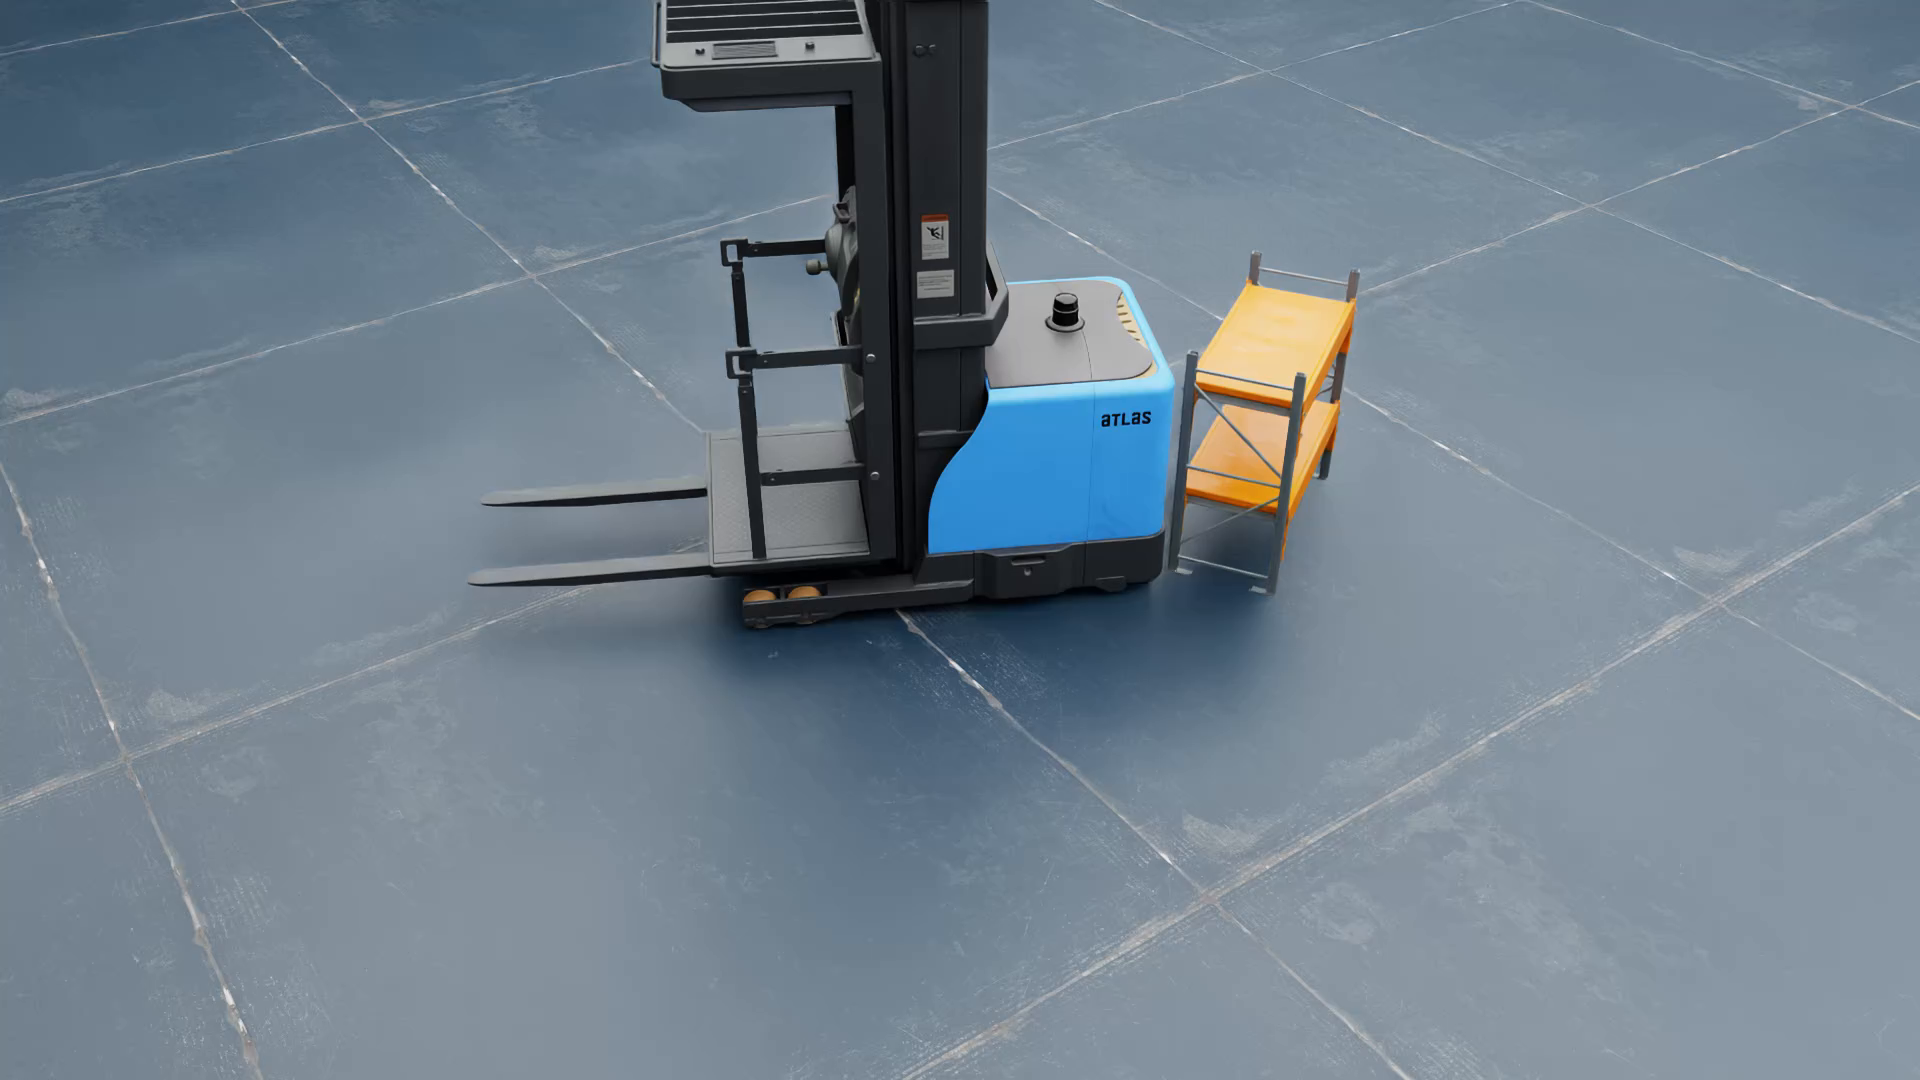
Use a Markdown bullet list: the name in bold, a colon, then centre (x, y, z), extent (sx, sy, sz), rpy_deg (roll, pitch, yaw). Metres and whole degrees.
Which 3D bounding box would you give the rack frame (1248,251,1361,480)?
- **rack frame**: centre (1.578, -0.816, 7.921), extent (0.500, 1.125, 0.032), rpy_deg (14, 38, 19)

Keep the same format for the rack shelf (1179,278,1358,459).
- **rack shelf**: centre (1.378, -0.781, 7.371), extent (0.538, 0.278, 1.000), rpy_deg (14, 38, 19)

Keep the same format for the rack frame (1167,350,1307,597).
- **rack frame**: centre (1.178, -0.270, 7.162), extent (0.500, 1.125, 0.032), rpy_deg (14, 38, 19)

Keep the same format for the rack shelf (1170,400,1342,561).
- **rack shelf**: centre (1.378, -0.345, 7.685), extent (0.538, 0.278, 1.000), rpy_deg (14, 38, 19)

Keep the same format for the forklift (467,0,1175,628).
- **forklift**: centre (-0.654, -1.137, 6.821), extent (3.031, 2.935, 1.130), rpy_deg (-5, 36, -6)

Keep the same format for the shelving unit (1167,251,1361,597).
- **shelving unit**: centre (1.378, -0.543, 7.542), extent (0.538, 1.125, 1.048), rpy_deg (14, 38, 19)
